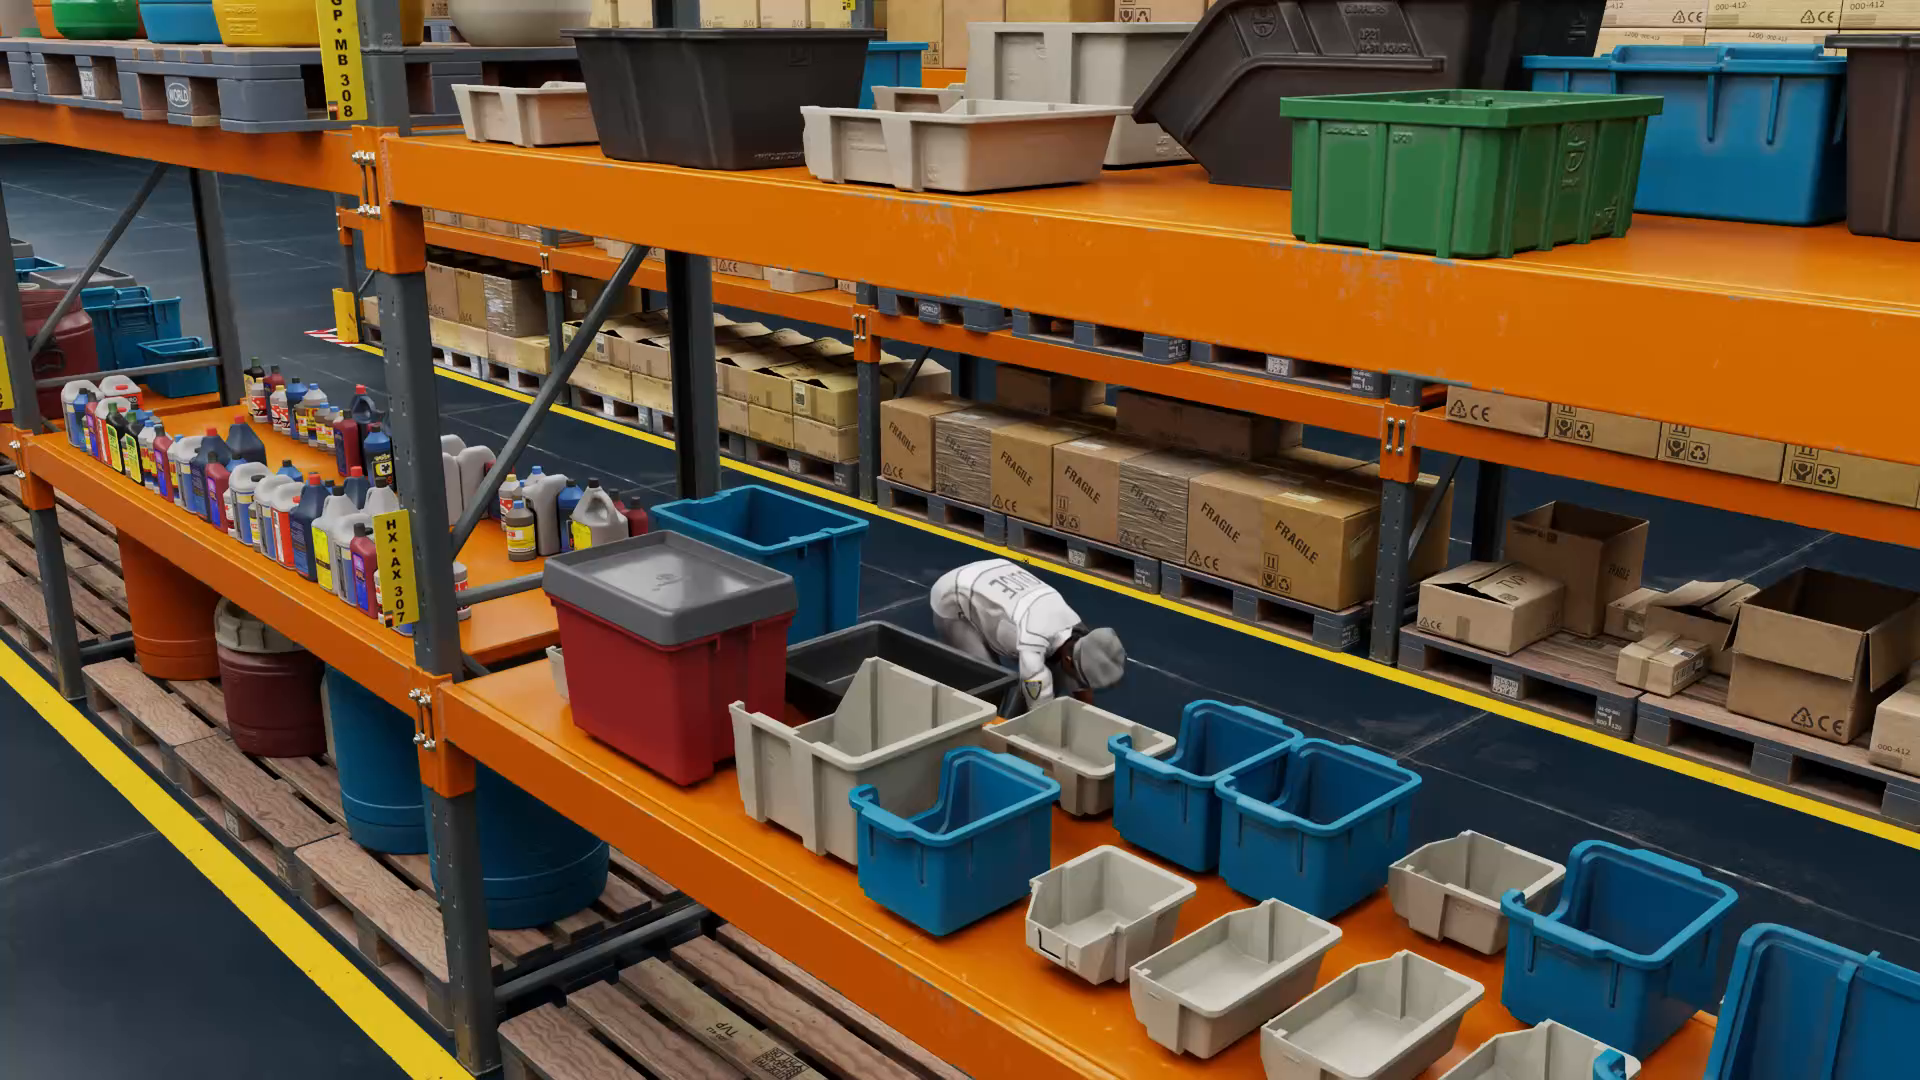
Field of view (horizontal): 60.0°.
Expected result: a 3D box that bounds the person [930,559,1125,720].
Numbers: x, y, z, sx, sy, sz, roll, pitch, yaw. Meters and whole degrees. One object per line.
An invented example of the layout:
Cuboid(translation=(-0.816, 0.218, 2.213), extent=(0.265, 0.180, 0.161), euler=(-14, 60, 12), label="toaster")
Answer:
Cuboid(translation=(0.274, 0.583, 6.931), extent=(0.906, 0.922, 0.450), euler=(16, 24, 41), label="person")
